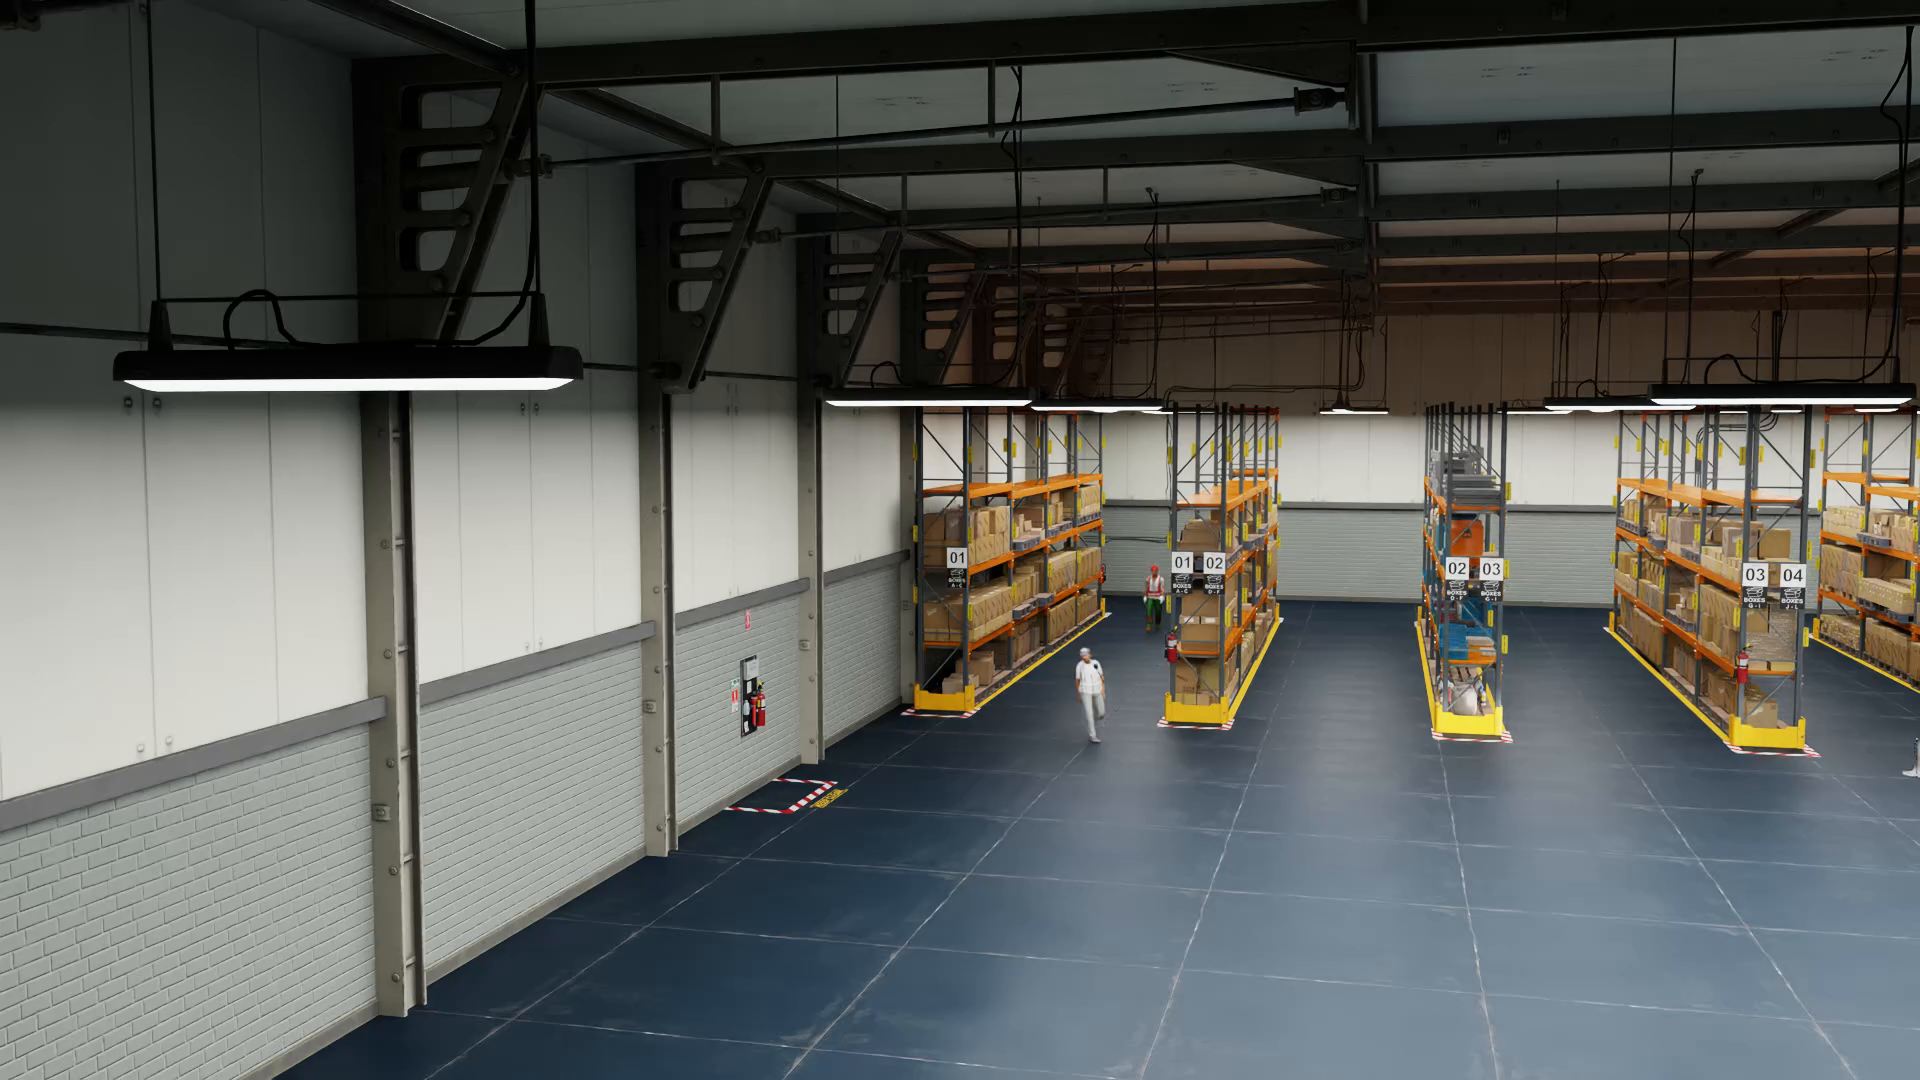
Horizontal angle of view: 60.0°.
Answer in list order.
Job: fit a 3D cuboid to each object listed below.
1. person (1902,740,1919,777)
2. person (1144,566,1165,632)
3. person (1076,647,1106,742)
[{"bbox_3d":[15.474,2.944,26.323,0.965,1.643,0.443,1,4,17],"label":"person"},{"bbox_3d":[5.178,1.550,44.352,0.580,1.721,1.050,1,4,9],"label":"person"},{"bbox_3d":[2.324,2.722,29.497,0.495,1.632,0.724,-1,4,-11],"label":"person"}]
